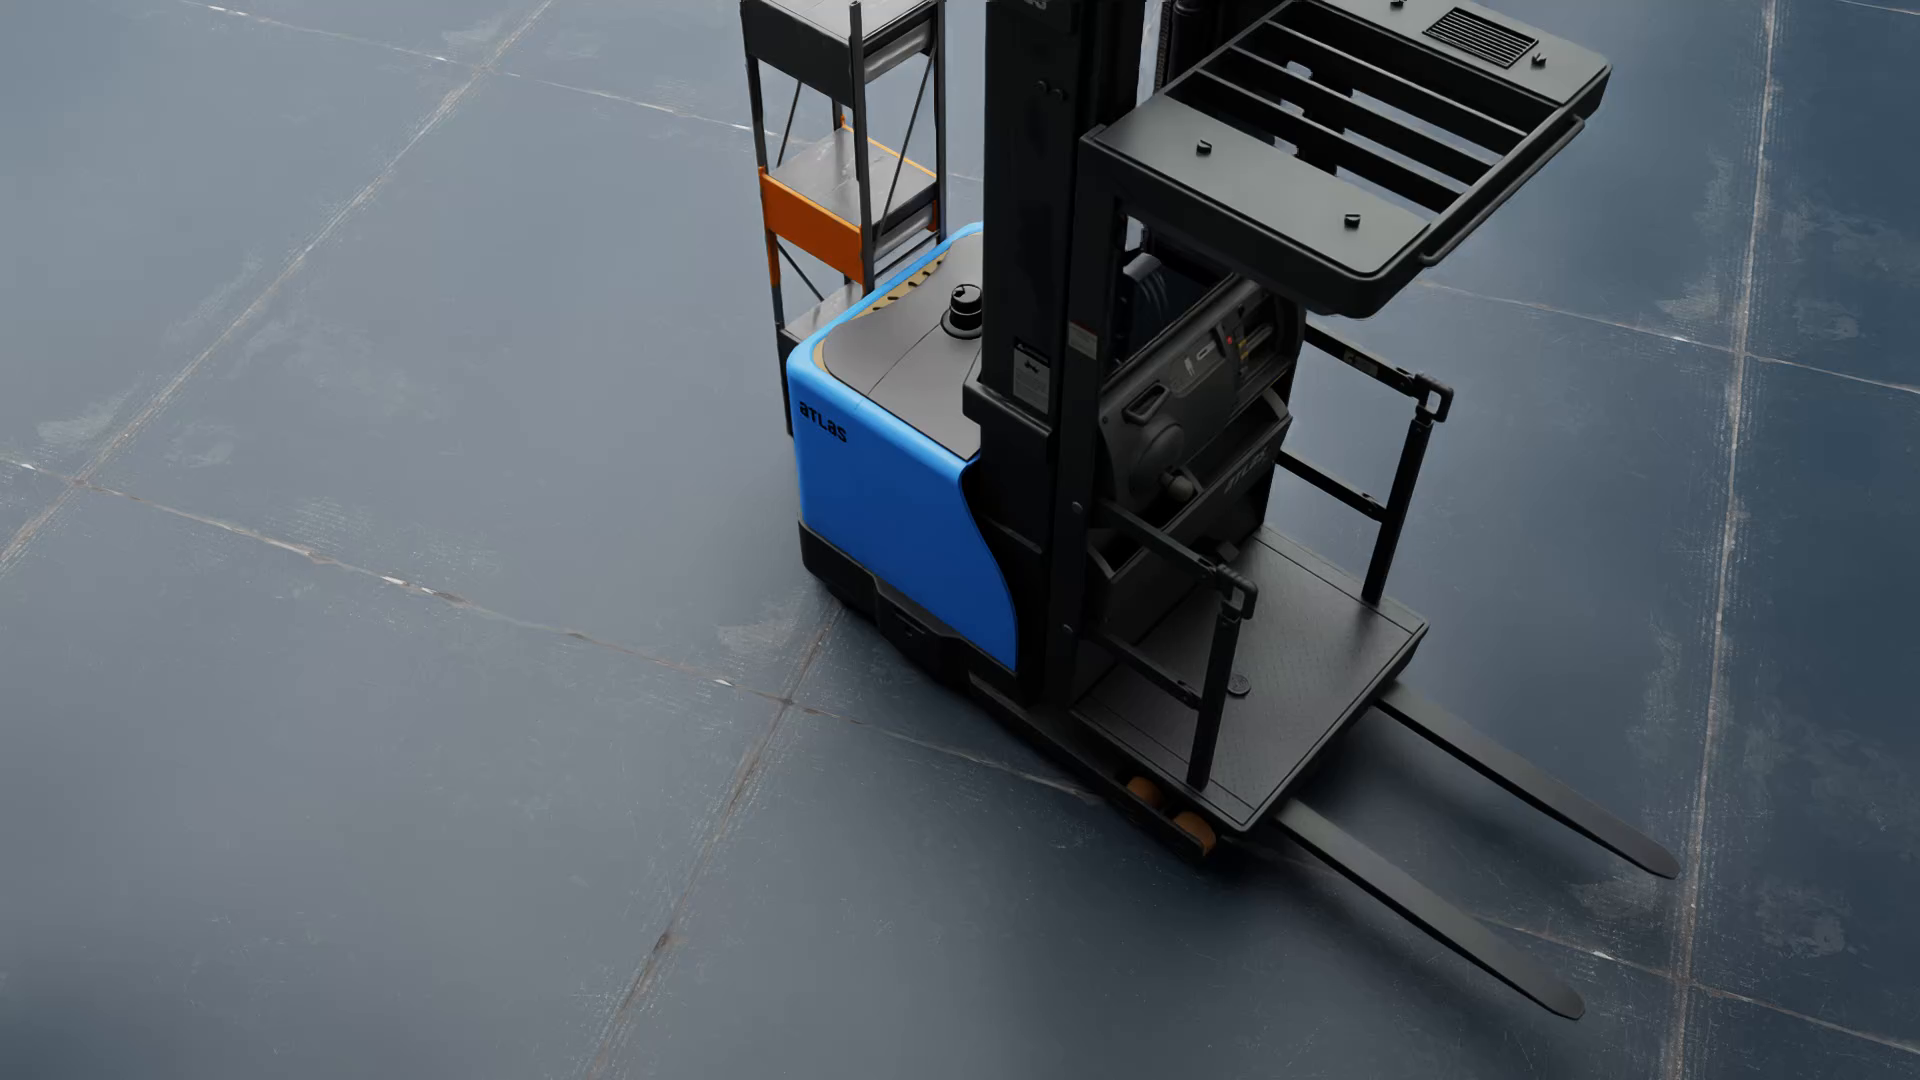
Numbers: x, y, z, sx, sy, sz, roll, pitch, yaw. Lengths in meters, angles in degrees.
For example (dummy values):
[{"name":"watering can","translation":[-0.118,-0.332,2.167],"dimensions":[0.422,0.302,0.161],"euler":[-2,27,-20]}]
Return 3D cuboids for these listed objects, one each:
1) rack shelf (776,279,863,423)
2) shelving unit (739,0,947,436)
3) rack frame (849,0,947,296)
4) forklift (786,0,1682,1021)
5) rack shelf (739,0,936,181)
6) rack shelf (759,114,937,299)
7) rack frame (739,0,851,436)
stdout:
[{"name":"rack shelf","translation":[-0.366,-0.629,6.350],"dimensions":[0.480,0.518,0.431],"euler":[34,57,26]},{"name":"shelving unit","translation":[-0.366,-1.096,5.811],"dimensions":[0.503,2.100,0.431],"euler":[34,57,26]},{"name":"rack frame","translation":[-0.184,-0.974,5.705],"dimensions":[0.015,2.100,0.400],"euler":[34,57,26]},{"name":"forklift","translation":[0.858,-0.384,4.644],"dimensions":[3.031,2.935,1.130],"euler":[34,57,26]},{"name":"rack shelf","translation":[-0.366,-1.546,5.292],"dimensions":[0.480,0.518,0.431],"euler":[34,57,26]},{"name":"rack shelf","translation":[-0.366,-1.087,5.821],"dimensions":[0.480,0.518,0.431],"euler":[34,57,26]},{"name":"rack frame","translation":[-0.549,-1.219,5.917],"dimensions":[0.015,2.100,0.400],"euler":[34,57,26]}]
